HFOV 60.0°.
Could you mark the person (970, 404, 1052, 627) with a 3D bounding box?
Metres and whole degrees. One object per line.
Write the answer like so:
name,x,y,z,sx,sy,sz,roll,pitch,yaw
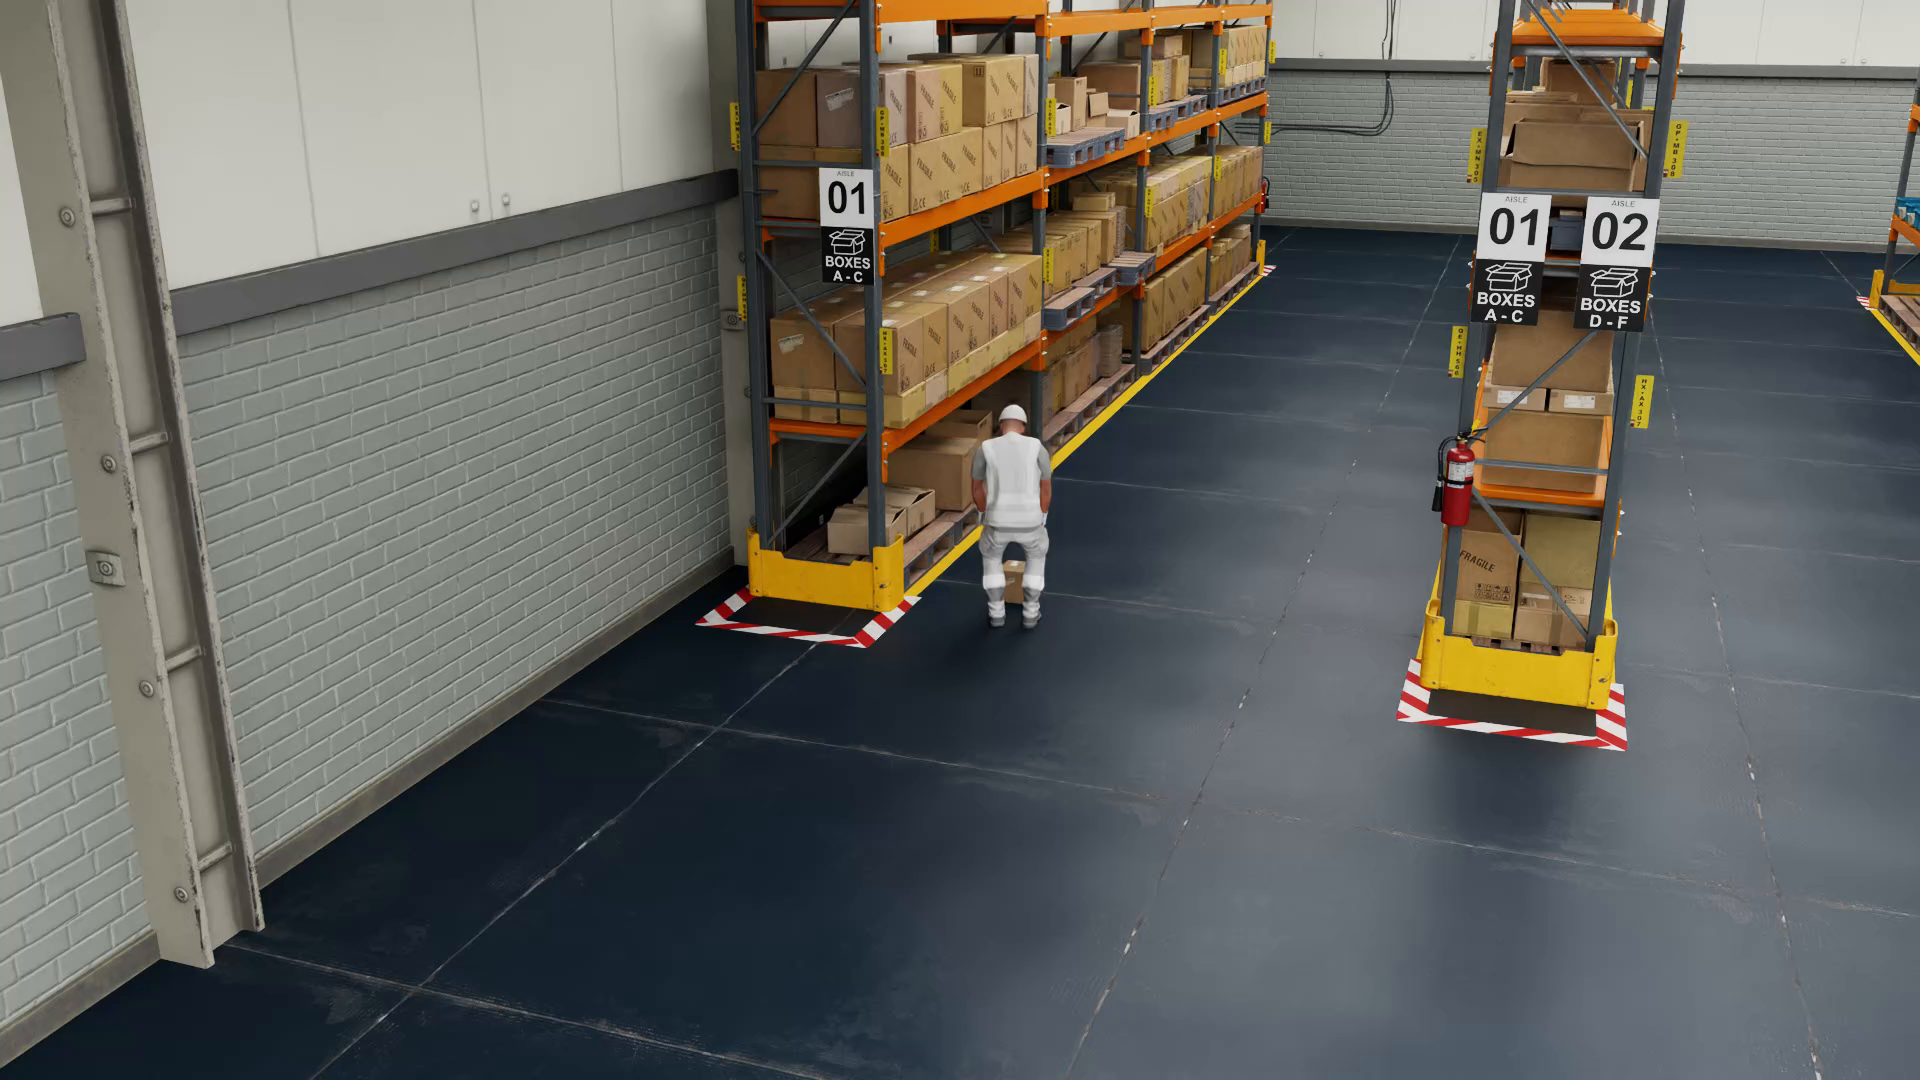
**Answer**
person,0.360,-0.162,11.880,0.577,1.555,0.669,2,19,6
